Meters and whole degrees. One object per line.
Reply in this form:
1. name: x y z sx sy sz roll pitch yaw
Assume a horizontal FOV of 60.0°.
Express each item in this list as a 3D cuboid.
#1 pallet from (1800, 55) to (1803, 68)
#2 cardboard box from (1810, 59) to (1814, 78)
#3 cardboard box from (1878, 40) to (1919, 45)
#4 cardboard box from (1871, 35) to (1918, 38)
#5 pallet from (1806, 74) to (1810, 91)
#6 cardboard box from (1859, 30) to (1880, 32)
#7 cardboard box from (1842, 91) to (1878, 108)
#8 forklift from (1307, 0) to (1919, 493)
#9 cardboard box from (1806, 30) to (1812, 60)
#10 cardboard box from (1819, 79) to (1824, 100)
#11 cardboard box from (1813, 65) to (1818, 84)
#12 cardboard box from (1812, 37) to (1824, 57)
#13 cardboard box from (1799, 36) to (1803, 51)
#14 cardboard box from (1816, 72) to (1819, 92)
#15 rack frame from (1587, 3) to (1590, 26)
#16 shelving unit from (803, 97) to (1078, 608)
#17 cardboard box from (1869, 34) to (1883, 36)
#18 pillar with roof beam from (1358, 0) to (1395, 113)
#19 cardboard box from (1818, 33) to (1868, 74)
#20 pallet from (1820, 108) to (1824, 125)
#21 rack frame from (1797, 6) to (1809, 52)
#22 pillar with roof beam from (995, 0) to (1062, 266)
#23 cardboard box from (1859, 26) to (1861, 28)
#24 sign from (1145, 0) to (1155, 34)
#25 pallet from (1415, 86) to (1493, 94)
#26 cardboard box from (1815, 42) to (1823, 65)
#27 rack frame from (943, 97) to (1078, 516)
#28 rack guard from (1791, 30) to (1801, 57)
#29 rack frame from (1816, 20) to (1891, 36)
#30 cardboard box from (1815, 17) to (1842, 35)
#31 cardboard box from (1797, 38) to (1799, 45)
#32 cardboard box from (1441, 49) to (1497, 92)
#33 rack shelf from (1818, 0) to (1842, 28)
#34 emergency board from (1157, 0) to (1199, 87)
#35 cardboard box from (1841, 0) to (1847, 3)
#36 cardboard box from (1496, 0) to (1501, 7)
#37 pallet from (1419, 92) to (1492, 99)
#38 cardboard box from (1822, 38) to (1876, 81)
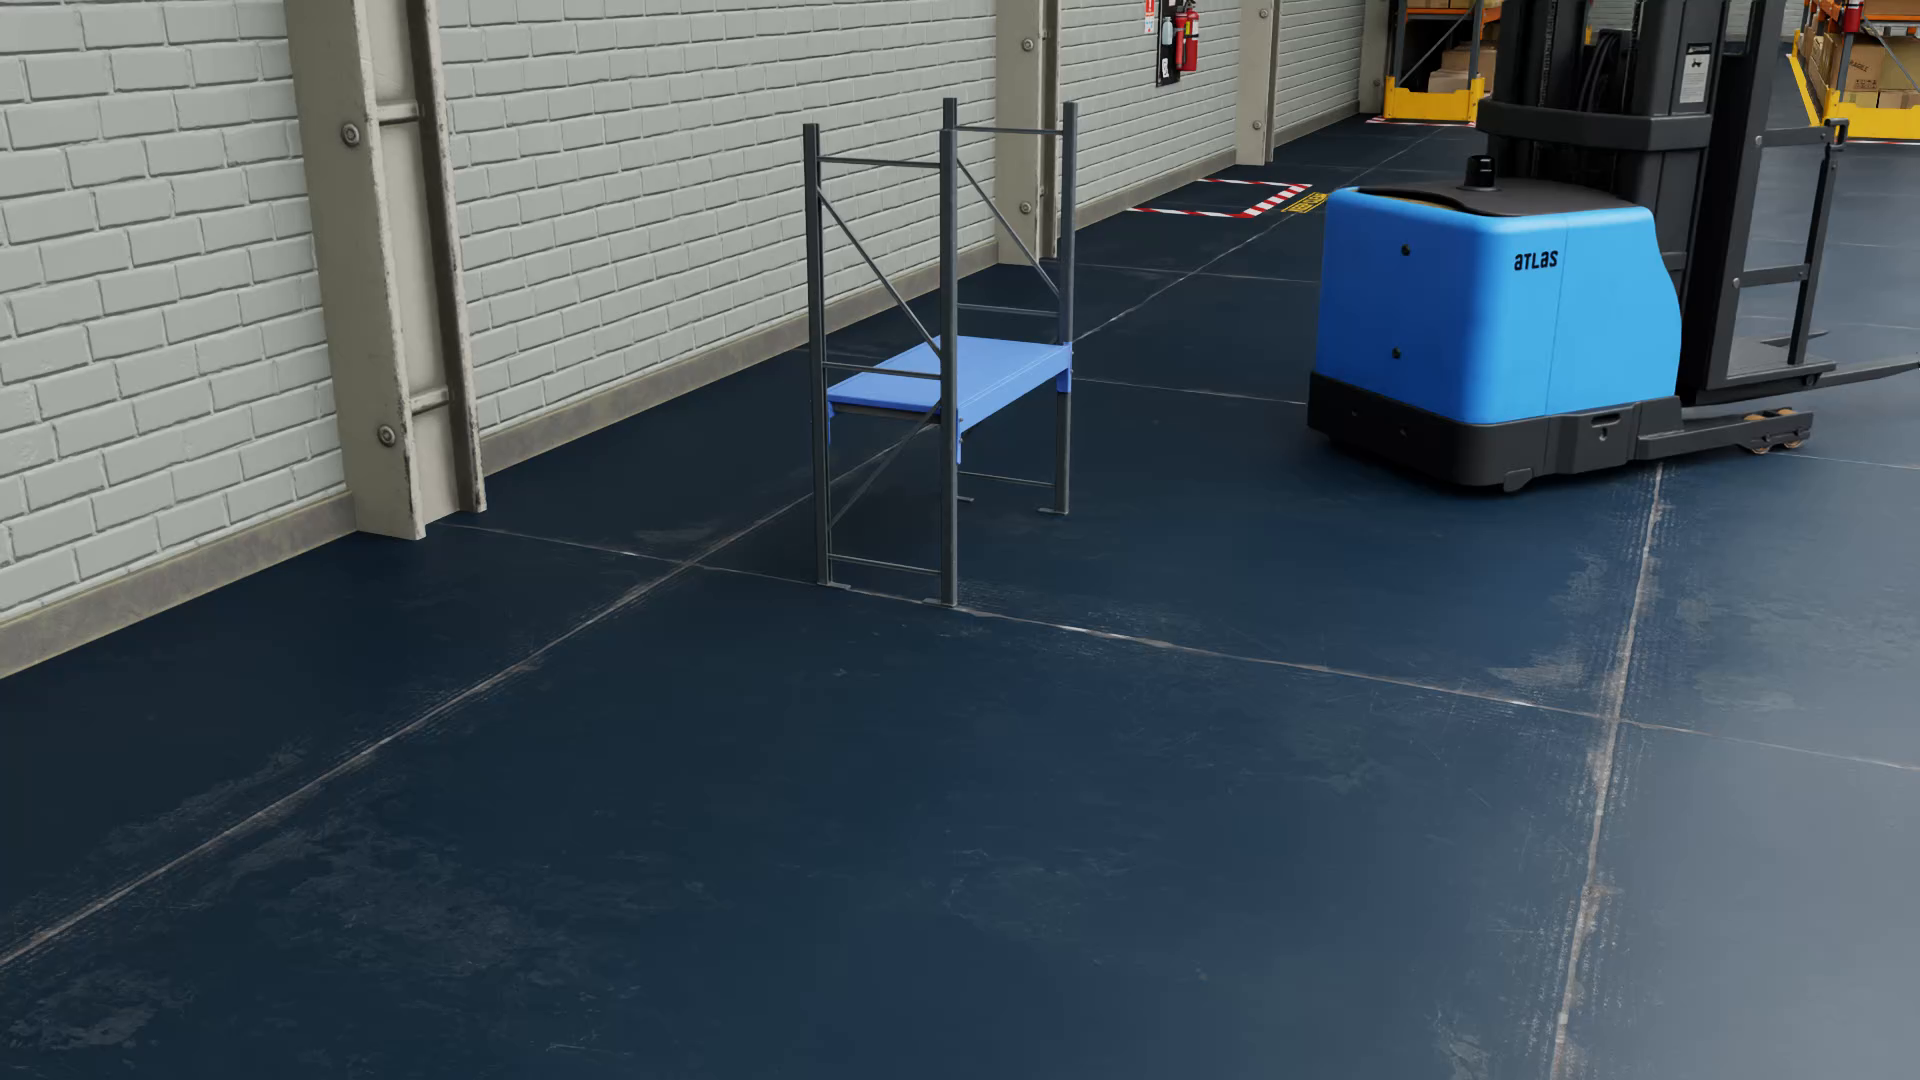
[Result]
1. pallet: 15.580 -8.549 29.692 1.003 0.211 1.213 9 21 23
2. cardboard box: 12.765 -6.899 24.369 0.500 0.250 0.500 8 21 21
3. cardboard box: 11.203 -5.681 19.825 0.500 0.500 0.500 9 21 23
4. cardboard box: 11.816 -6.140 21.115 0.500 0.500 0.500 9 21 23
5. pallet: 13.288 -6.870 24.971 1.003 0.211 1.213 9 21 23
6. cardboard box: 14.942 -8.189 27.593 0.500 0.500 0.500 9 21 23
7. cardboard box: 10.334 -5.091 19.285 0.500 0.250 0.500 9 21 23
8. forklift: 3.043 -1.887 6.901 3.031 2.935 1.130 -9 22 -25
9. cardboard box: 14.458 -8.252 27.769 0.500 0.500 0.500 9 21 23
10. cardboard box: 10.938 -5.552 20.579 0.500 0.250 0.500 9 21 23
11. cardboard box: 12.136 -6.431 23.051 0.500 0.250 0.500 8 21 22
12. cardboard box: 12.970 -7.315 24.701 0.500 0.311 0.500 8 21 21
13. cardboard box: 15.580 -9.036 30.256 0.500 0.311 0.500 9 21 23
14. cardboard box: 11.556 -6.010 21.867 0.500 0.250 0.500 9 21 23
15. rack frame: 12.415 -11.554 33.981 1.000 3.000 0.127 9 21 23
16. shelving unit: -0.035 -0.681 5.644 0.538 1.500 1.048 9 21 23
17. cardboard box: 14.317 -7.720 26.275 0.500 0.500 0.500 8 21 21
18. pillar with roof beam: 9.288 -9.232 18.497 9.100 9.000 0.400 9 21 23
19. cardboard box: 11.547 -6.364 21.745 0.500 0.500 0.500 9 21 23
20. pallet: 10.659 -4.910 19.461 1.003 0.211 1.213 9 21 23
21. rack frame: 16.936 -10.876 32.073 1.000 3.000 0.127 9 21 23
22. pillar with roof beam: 4.375 -5.563 8.183 9.100 9.000 0.400 9 21 23
23. cardboard box: 16.938 -9.705 31.856 0.500 0.500 0.500 9 21 23
24. sign: 1.537 -4.273 13.455 0.001 0.329 0.234 9 21 23
25. pallet: 6.760 -5.988 22.490 1.003 0.211 1.213 9 21 23
26. cardboard box: 12.340 -6.849 23.391 0.500 0.311 0.500 8 21 23
27. rack frame: 0.173 -0.836 6.081 0.500 1.500 0.032 9 21 23
28. rack guard: 16.905 -9.675 32.427 1.175 0.500 0.348 9 21 23
29. rack frame: 13.660 -8.430 25.197 1.000 3.000 0.127 9 21 23
30. cardboard box: 13.848 -8.149 26.361 0.500 0.250 0.500 9 22 25
31. cardboard box: 16.349 -9.591 32.032 0.380 0.166 0.250 9 21 23
32. cardboard box: 6.808 -6.284 22.235 0.700 0.500 0.500 7 21 19
33. rack shelf: 12.841 -7.480 23.598 1.077 0.370 4.000 9 21 23
34. emergency board: 1.857 -4.411 13.897 0.194 1.169 0.643 9 21 23
35. cardboard box: 12.215 -7.438 22.608 0.396 0.266 0.258 8 21 21
36. cardboard box: 6.553 -6.868 20.999 0.500 0.250 0.500 8 21 21
37. pallet: 6.260 -5.616 21.445 1.003 0.211 1.213 9 21 23
38. cardboard box: 10.934 -5.905 20.455 0.500 0.500 0.500 9 21 23
